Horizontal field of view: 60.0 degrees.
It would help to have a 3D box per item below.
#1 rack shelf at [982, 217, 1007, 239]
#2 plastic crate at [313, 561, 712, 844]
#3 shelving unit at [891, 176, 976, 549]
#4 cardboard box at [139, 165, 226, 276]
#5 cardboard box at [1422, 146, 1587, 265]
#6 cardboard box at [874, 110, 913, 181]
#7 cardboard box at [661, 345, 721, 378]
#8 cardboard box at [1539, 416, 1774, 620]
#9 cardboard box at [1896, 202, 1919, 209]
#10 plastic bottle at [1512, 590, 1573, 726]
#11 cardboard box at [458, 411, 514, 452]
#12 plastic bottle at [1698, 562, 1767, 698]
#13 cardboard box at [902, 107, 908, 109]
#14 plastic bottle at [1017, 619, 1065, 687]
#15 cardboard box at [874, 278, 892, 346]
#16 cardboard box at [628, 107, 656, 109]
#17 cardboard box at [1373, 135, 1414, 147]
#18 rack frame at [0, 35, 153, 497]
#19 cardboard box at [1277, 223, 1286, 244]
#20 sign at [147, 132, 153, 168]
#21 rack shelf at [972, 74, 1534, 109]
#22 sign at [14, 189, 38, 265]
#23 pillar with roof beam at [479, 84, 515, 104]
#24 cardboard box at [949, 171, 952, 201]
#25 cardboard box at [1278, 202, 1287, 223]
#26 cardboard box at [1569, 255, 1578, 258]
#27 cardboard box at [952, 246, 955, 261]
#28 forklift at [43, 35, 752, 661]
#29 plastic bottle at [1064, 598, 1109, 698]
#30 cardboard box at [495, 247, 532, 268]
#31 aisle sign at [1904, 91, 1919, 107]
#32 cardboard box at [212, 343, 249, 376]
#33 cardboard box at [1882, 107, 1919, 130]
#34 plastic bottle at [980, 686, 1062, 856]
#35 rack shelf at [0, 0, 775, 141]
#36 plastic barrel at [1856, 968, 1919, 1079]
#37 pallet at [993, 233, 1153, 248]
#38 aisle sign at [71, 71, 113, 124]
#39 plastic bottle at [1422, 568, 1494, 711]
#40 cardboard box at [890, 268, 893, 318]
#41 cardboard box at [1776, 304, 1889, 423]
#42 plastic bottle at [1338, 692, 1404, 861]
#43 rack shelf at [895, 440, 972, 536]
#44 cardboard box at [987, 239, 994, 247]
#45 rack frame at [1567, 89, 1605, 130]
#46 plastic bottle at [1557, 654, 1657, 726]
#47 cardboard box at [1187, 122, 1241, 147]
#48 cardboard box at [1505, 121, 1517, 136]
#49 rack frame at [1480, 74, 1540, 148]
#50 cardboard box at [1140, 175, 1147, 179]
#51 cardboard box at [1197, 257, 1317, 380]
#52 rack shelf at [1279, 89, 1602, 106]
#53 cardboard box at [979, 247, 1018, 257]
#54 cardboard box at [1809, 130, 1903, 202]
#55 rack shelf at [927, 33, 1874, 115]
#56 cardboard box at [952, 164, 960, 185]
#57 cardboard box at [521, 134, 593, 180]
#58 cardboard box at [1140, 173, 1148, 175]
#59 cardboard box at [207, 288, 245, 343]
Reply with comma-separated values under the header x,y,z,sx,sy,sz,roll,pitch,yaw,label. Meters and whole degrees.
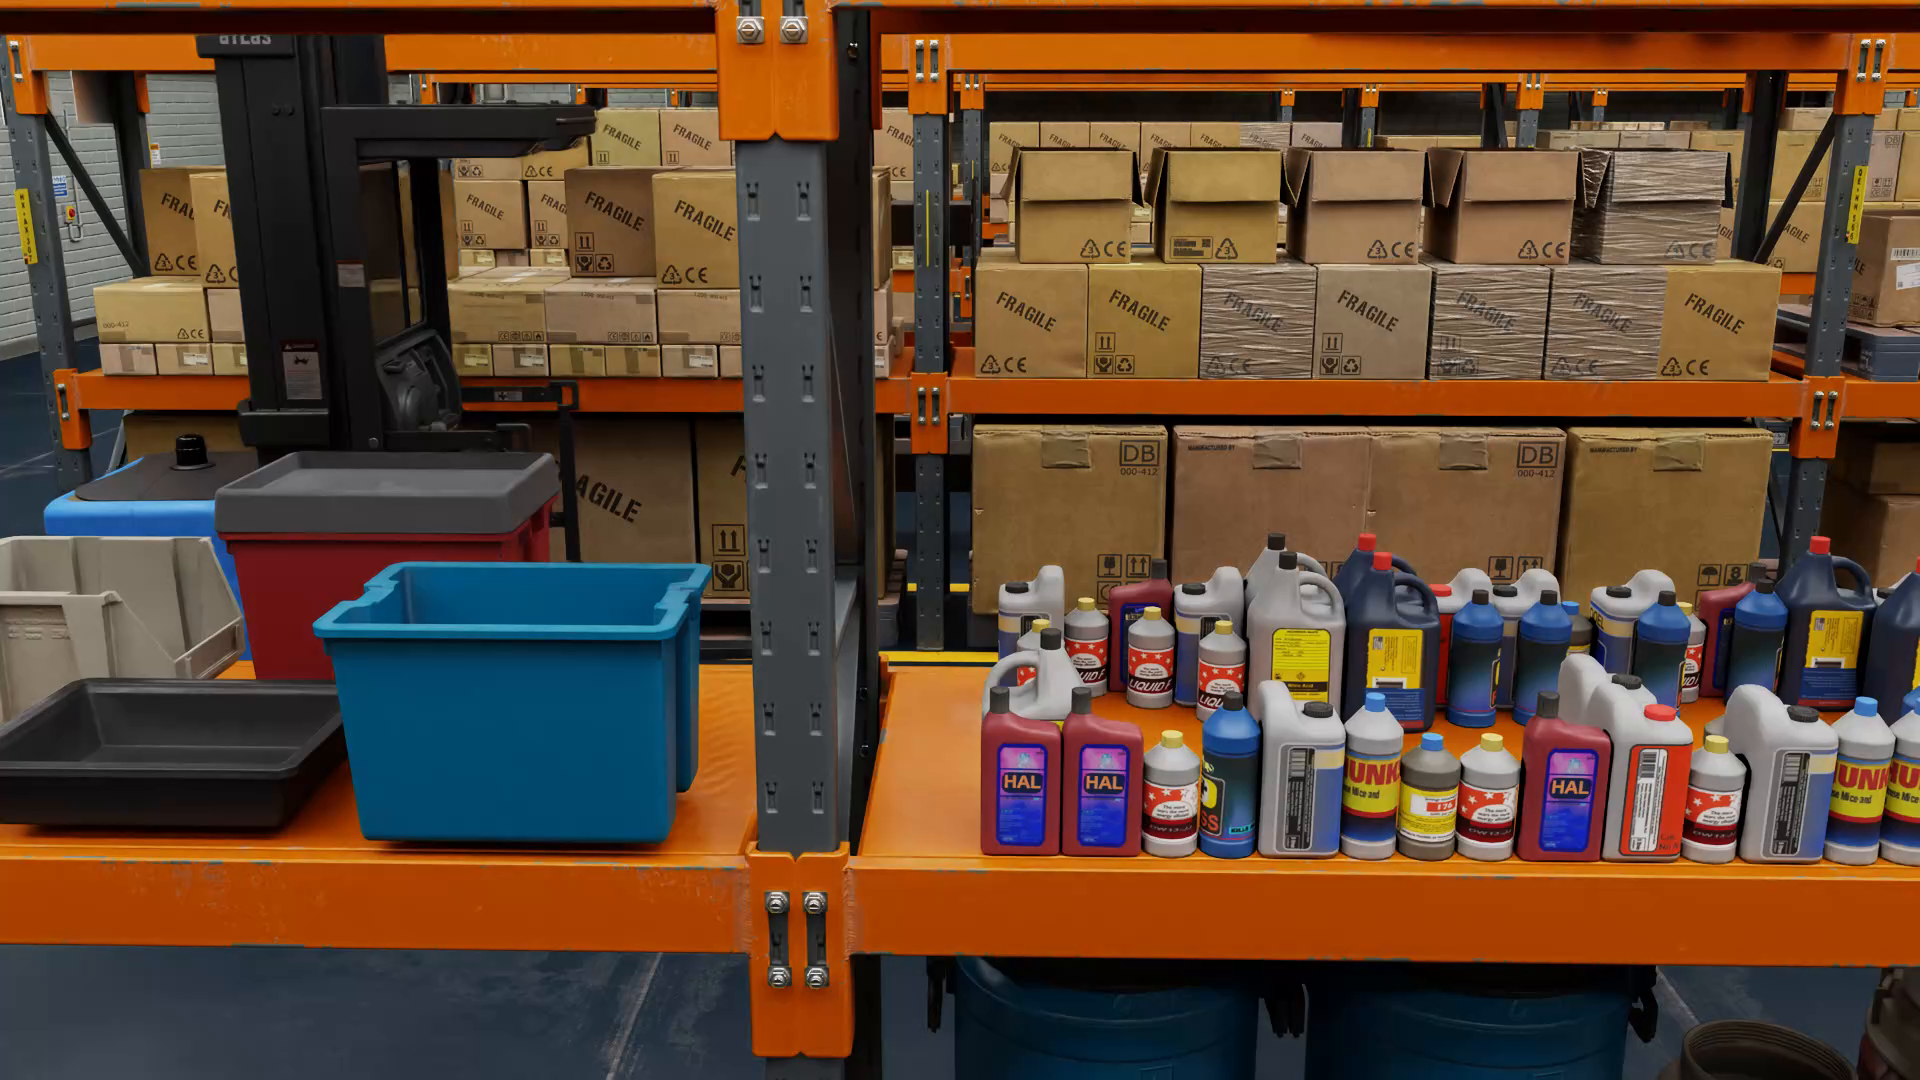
x,y,z,sx,sy,sz,roll,pitch,yaw,label
2.124,-3.216,17.562,4.000,0.370,1.077,0,15,1,rack shelf
-0.730,0.276,2.829,0.575,0.384,0.392,0,15,1,plastic crate
-0.165,-1.016,9.576,0.503,2.100,0.431,0,15,1,shelving unit
-3.633,-1.574,8.166,0.500,0.500,0.500,1,15,2,cardboard box
2.488,-1.571,7.753,0.637,0.503,0.797,1,15,3,cardboard box
-0.377,-2.924,12.304,0.500,0.500,0.500,0,15,-1,cardboard box
-1.213,-0.852,7.682,0.250,0.149,0.380,1,15,2,cardboard box
3.181,-0.210,8.096,0.875,0.875,1.225,0,15,-1,cardboard box
7.063,-2.249,12.289,0.500,0.500,0.500,0,15,1,cardboard box
1.167,0.234,3.326,0.097,0.271,0.097,0,15,0,plastic bottle
-2.575,-0.262,8.296,0.875,0.875,0.875,0,15,1,cardboard box
1.616,0.187,3.478,0.133,0.283,0.061,0,15,1,plastic bottle
-0.452,-4.373,17.108,0.250,0.149,0.380,1,15,3,cardboard box
0.163,0.261,3.360,0.097,0.201,0.097,0,15,0,plastic bottle
-0.576,-1.057,7.679,0.500,0.250,0.500,0,15,0,cardboard box
-3.262,-4.392,17.181,0.250,0.149,0.380,1,15,3,cardboard box
4.585,-4.014,17.574,0.500,0.500,0.500,0,15,0,cardboard box
-4.127,-1.076,8.039,0.127,3.000,1.000,0,15,1,rack frame
2.311,-2.266,12.216,0.250,0.149,0.380,1,15,3,cardboard box
-4.099,-1.889,8.385,0.005,0.325,0.100,0,15,1,sign
2.099,-3.404,12.392,4.000,0.370,1.077,0,15,1,rack shelf
-4.147,-1.392,7.382,0.005,0.325,0.100,0,15,1,sign
-6.533,-6.920,18.427,0.400,9.000,9.100,0,15,1,pillar with roof beam
-0.345,-3.564,17.271,0.500,0.500,0.500,1,15,2,cardboard box
2.303,-2.409,12.176,0.250,0.149,0.380,1,15,3,cardboard box
2.876,-1.148,8.114,0.500,0.500,0.500,0,15,0,cardboard box
-0.175,-2.278,13.087,0.250,0.149,0.380,1,15,3,cardboard box
-1.935,-0.652,6.567,3.031,2.935,1.130,-1,15,-2,forklift
0.264,0.223,3.504,0.097,0.201,0.097,0,15,0,plastic bottle
-3.328,-2.142,12.572,0.250,0.149,0.380,1,15,3,cardboard box
12.302,-5.947,21.404,0.004,0.787,0.394,0,15,1,aisle sign
-3.268,-0.865,7.732,0.250,0.149,0.380,0,15,0,cardboard box
9.568,-4.124,16.851,0.500,0.500,0.700,0,15,0,cardboard box
0.101,0.381,2.746,0.133,0.283,0.061,0,15,1,plastic bottle
-2.254,-0.903,2.911,4.000,0.370,1.077,0,15,1,rack shelf
2.125,1.196,3.331,0.708,0.588,0.600,0,15,1,plastic barrel
0.860,-2.180,12.597,1.213,0.211,1.003,0,15,1,pallet
-4.191,-2.410,7.999,0.004,0.787,0.394,0,15,1,aisle sign
1.017,0.199,3.450,0.135,0.276,0.152,0,15,1,plastic bottle
-0.591,-1.191,8.186,0.500,0.250,0.500,0,15,0,cardboard box
6.510,-1.366,12.724,0.750,0.750,1.050,0,15,1,cardboard box
0.679,0.386,2.751,0.097,0.271,0.097,0,15,0,plastic bottle
-0.165,-0.326,9.758,0.480,0.518,0.431,0,15,1,rack shelf
0.747,-2.769,17.799,0.875,0.875,0.875,1,15,3,cardboard box
8.245,-4.791,22.120,0.127,3.000,1.000,0,15,1,rack frame
1.128,0.340,2.913,0.135,0.276,0.152,0,15,1,plastic bottle
2.591,-4.026,17.063,0.500,0.500,0.500,0,15,1,cardboard box
5.766,-4.321,17.466,0.250,0.149,0.380,0,15,-1,cardboard box
4.098,-2.288,12.633,0.127,3.000,1.000,0,15,1,rack frame
1.295,-2.725,12.793,0.250,0.149,0.380,0,15,1,cardboard box
1.328,-1.025,7.650,0.500,0.500,0.500,0,15,0,cardboard box
6.246,-5.907,21.878,4.000,0.370,1.077,0,15,1,rack shelf
0.346,-1.165,8.180,0.500,0.500,0.500,0,15,2,cardboard box
6.581,-2.802,12.424,0.500,0.500,0.700,0,15,2,cardboard box
1.871,-2.140,7.600,4.000,0.370,1.077,0,15,1,rack shelf
-0.267,-4.856,22.075,0.500,0.250,0.500,1,15,3,cardboard box
-2.953,-2.944,12.379,0.500,0.500,0.500,1,15,3,cardboard box
2.089,-3.663,17.157,0.500,0.250,0.500,0,15,0,cardboard box
-3.134,-1.074,7.741,0.500,0.250,0.500,0,15,1,cardboard box
